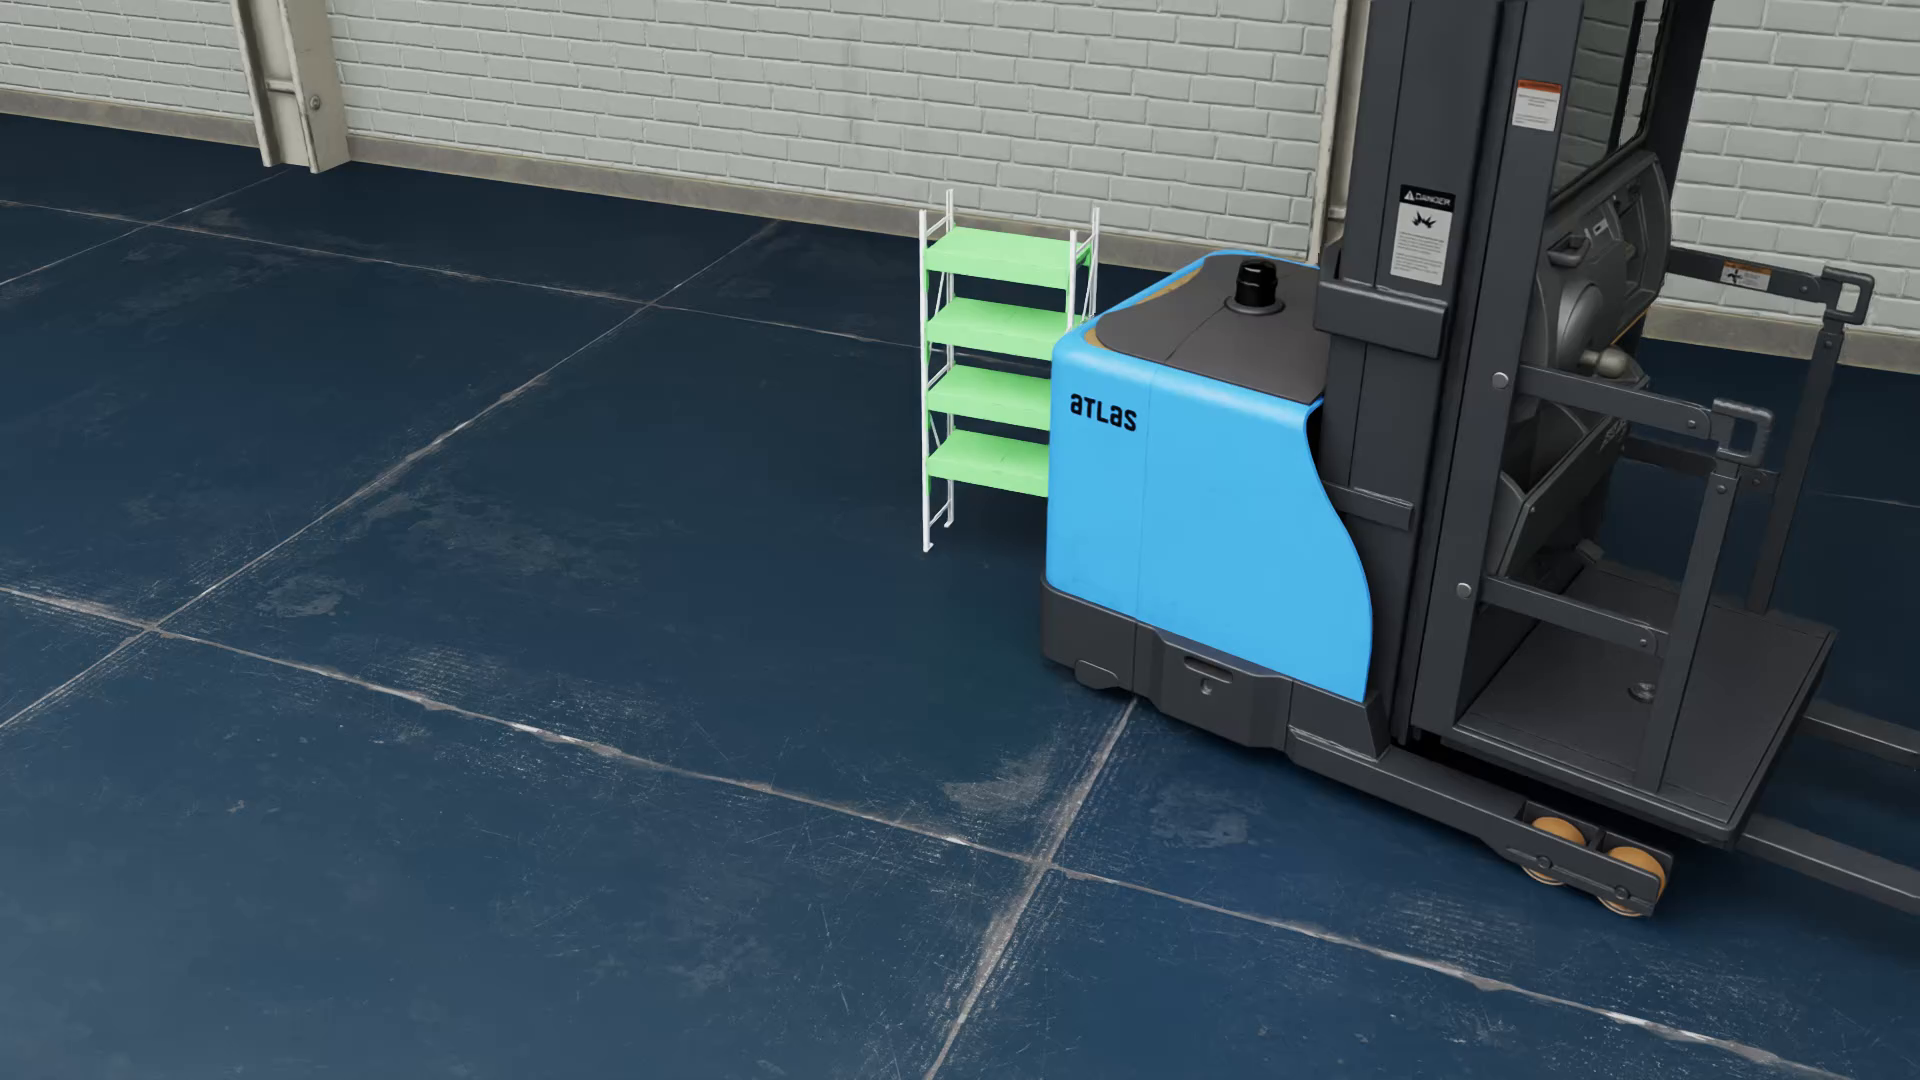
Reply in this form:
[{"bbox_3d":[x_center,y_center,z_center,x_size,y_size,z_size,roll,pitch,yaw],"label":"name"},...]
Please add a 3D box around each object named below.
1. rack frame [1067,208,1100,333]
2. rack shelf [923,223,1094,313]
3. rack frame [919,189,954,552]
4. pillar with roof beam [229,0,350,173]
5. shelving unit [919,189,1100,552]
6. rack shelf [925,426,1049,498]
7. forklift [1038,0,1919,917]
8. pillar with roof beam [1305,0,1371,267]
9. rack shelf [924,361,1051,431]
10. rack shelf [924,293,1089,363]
[{"bbox_3d":[0.379,-0.447,5.321,0.015,1.200,0.240,11,31,19],"label":"rack frame"},{"bbox_3d":[0.153,-0.854,5.196,0.480,0.148,0.258,11,31,19],"label":"rack shelf"},{"bbox_3d":[-0.073,-0.537,5.480,0.015,1.200,0.240,11,31,19],"label":"rack frame"},{"bbox_3d":[-5.384,-4.138,3.926,0.400,9.000,9.100,11,31,19],"label":"pillar with roof beam"},{"bbox_3d":[0.153,-0.492,5.401,0.503,1.200,0.258,11,31,19],"label":"shelving unit"},{"bbox_3d":[0.153,-0.227,5.550,0.480,0.148,0.258,11,31,19],"label":"rack shelf"},{"bbox_3d":[1.723,-0.646,3.914,3.031,2.935,1.130,20,35,31],"label":"forklift"},{"bbox_3d":[0.176,-3.028,1.963,0.400,9.000,9.100,11,31,19],"label":"pillar with roof beam"},{"bbox_3d":[0.153,-0.436,5.432,0.480,0.148,0.258,11,31,19],"label":"rack shelf"},{"bbox_3d":[0.153,-0.645,5.314,0.480,0.148,0.258,11,31,19],"label":"rack shelf"}]
